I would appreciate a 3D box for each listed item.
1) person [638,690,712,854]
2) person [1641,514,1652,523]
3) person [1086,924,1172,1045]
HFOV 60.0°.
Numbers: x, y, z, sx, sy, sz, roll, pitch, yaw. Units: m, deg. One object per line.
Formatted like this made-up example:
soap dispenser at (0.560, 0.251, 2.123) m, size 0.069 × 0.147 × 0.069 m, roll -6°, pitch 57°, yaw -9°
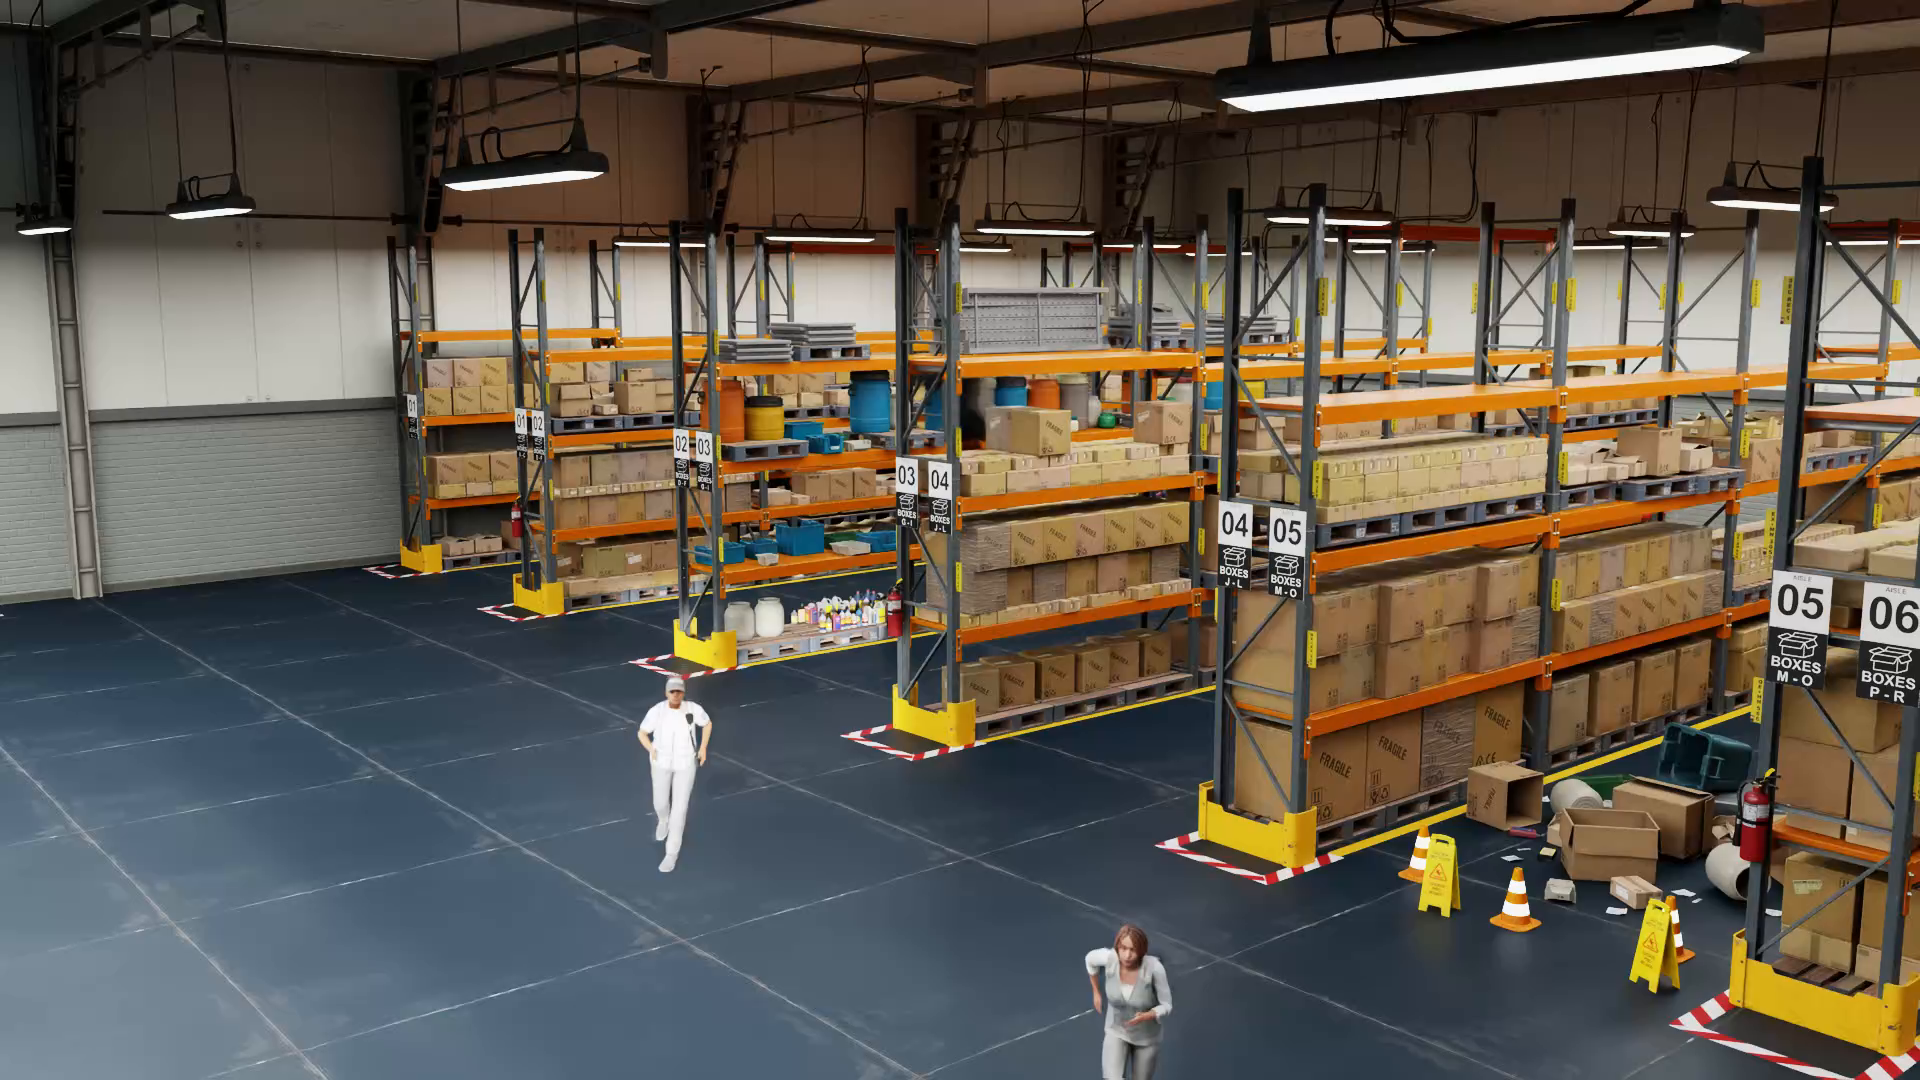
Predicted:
person at (-2.598, 2.011, 15.068) m, size 0.611 × 1.541 × 0.790 m, roll 0°, pitch 9°, yaw -2°
person at (10.340, 0.459, 25.051) m, size 0.657 × 1.771 × 0.863 m, roll 7°, pitch 11°, yaw 36°
person at (0.970, 2.575, 9.639) m, size 0.524 × 0.763 × 0.600 m, roll 1°, pitch 9°, yaw 9°
